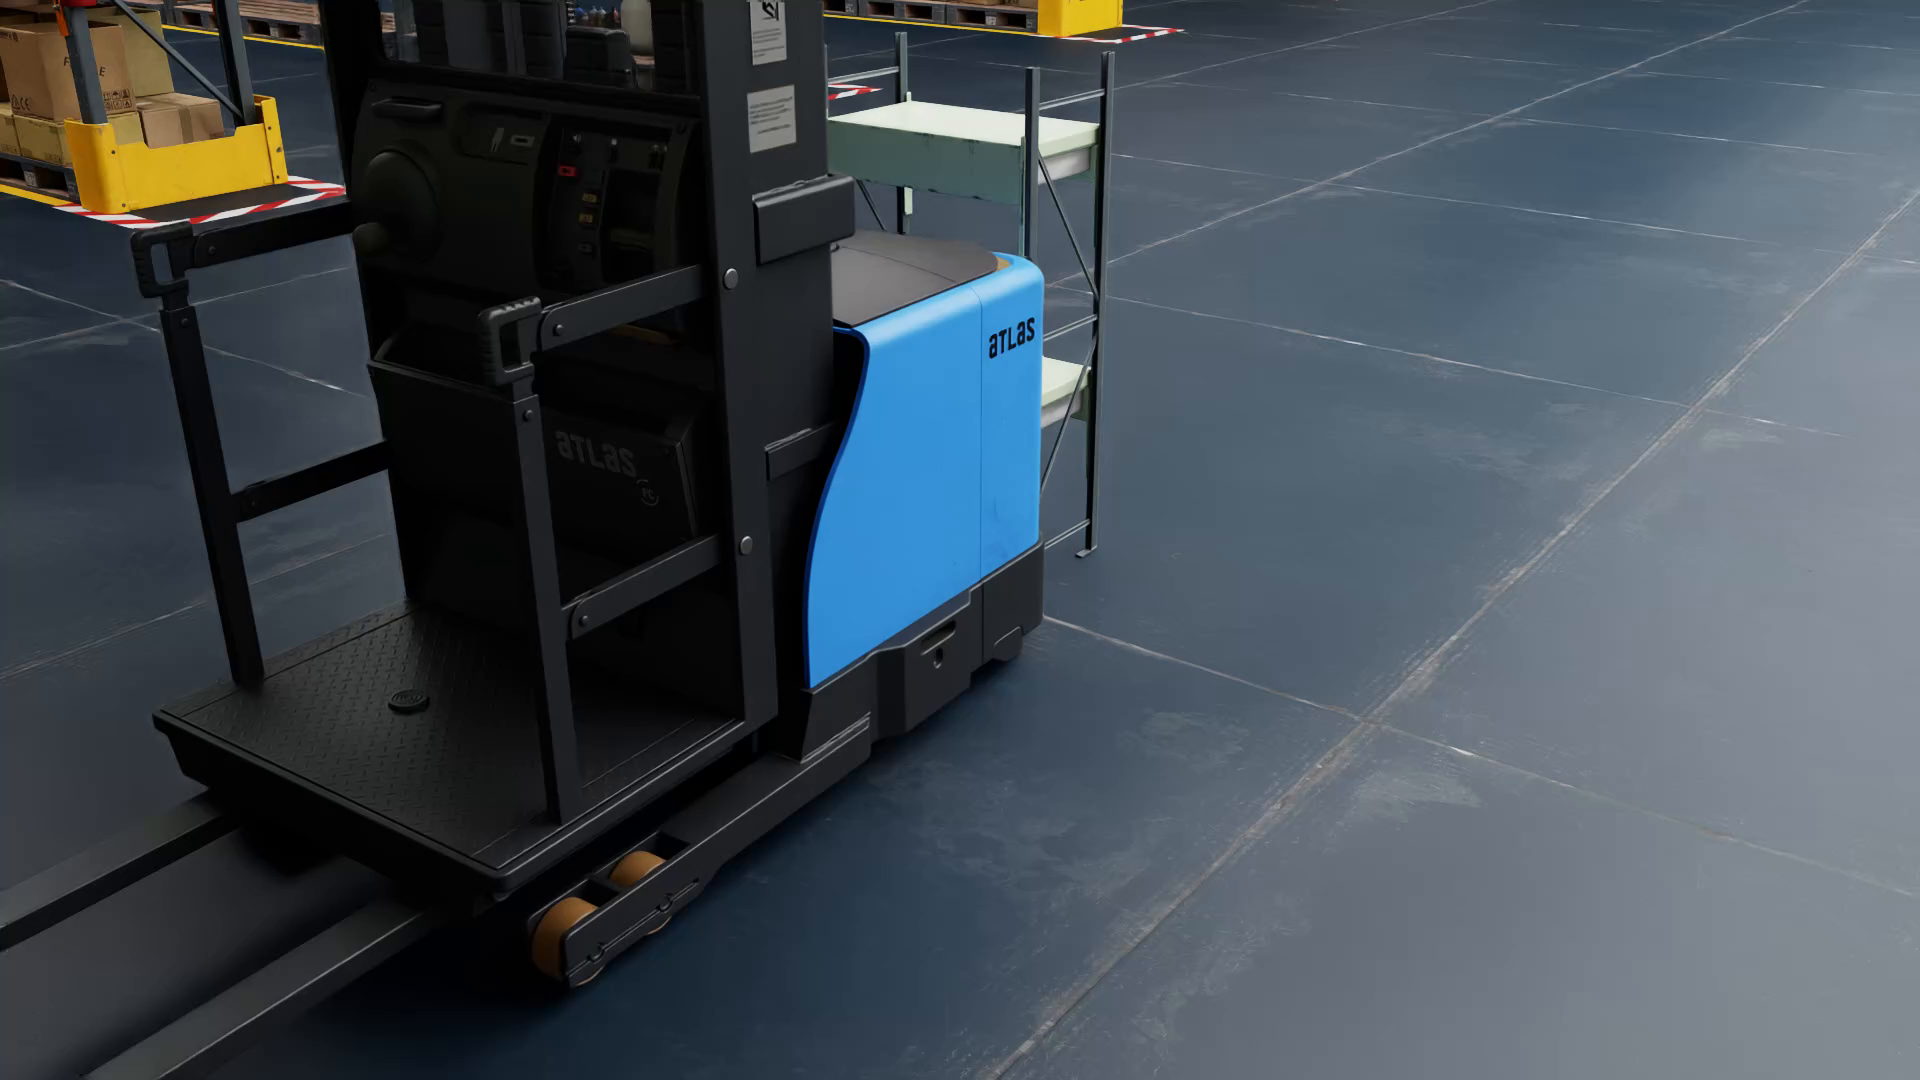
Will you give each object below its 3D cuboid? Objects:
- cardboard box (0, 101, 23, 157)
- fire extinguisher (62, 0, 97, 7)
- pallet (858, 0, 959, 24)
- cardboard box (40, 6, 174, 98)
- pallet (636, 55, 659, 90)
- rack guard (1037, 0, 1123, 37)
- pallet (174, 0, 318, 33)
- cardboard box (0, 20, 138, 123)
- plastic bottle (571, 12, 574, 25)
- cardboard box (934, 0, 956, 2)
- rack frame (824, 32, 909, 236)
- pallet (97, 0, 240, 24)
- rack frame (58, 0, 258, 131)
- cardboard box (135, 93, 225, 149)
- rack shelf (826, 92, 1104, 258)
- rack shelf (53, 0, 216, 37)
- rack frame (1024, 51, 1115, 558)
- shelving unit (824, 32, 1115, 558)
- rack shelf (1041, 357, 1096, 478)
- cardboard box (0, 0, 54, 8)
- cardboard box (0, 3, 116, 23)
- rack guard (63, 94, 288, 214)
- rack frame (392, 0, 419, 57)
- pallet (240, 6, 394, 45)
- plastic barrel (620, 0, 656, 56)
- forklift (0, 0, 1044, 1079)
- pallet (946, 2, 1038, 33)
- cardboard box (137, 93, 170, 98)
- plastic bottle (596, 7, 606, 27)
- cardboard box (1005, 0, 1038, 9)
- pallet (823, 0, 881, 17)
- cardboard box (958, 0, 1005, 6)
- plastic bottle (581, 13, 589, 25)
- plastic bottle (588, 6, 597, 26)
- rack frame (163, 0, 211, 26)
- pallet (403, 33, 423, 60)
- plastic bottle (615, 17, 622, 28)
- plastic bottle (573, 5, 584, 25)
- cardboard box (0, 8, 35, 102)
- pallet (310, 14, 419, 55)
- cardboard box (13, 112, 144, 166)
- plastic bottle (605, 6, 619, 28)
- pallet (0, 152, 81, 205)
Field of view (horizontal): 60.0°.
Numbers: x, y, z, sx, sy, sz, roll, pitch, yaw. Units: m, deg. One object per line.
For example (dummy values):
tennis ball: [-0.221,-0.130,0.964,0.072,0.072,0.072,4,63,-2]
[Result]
cardboard box: [-5.648,-2.535,10.173,0.500,0.250,0.500,17,29,33]
fire extinguisher: [-4.818,-3.236,8.970,0.183,0.674,0.296,17,29,33]
pallet: [-0.352,-5.891,18.357,1.213,0.211,1.003,17,29,33]
cardboard box: [-5.331,-3.049,10.409,0.500,0.500,0.500,17,29,33]
pallet: [-2.396,-3.972,14.004,1.213,0.211,1.003,17,29,33]
rack guard: [1.249,-5.520,17.157,0.348,0.500,1.175,17,29,33]
pallet: [-7.465,-5.506,17.484,1.213,0.211,1.003,17,29,33]
cardboard box: [-5.242,-2.761,9.755,0.500,0.500,0.500,17,29,33]
plastic bottle: [-3.522,-4.688,15.094,0.097,0.201,0.097,0,24,0]
cardboard box: [-0.168,-6.141,18.047,0.500,0.500,0.500,20,31,38]
rack frame: [-0.288,-0.773,5.145,0.023,1.500,0.400,17,29,33]
pallet: [-8.718,-5.883,18.340,1.213,0.211,1.003,17,29,33]
rack frame: [-4.634,-3.450,9.360,0.127,3.000,1.000,17,29,33]
cardboard box: [-4.930,-2.585,10.287,0.500,0.250,0.500,17,29,33]
rack shelf: [0.005,-1.042,4.787,0.720,0.370,0.431,17,29,33]
rack shelf: [-6.235,-3.604,10.603,4.000,0.370,1.077,17,29,33]
rack frame: [0.298,-0.596,4.743,0.023,1.500,0.400,17,29,33]
shelving unit: [0.005,-0.685,4.944,0.755,1.500,0.431,17,29,33]
rack shelf: [0.005,-0.386,5.075,0.720,0.370,0.431,17,29,33]
cardboard box: [-6.129,-3.292,10.961,0.500,0.500,0.500,17,29,33]
cardboard box: [-5.739,-3.166,10.674,0.500,0.500,0.500,17,29,33]
rack guard: [-4.615,-2.300,9.851,0.348,0.500,1.175,17,29,33]
rack frame: [-4.861,-6.014,15.180,0.127,3.000,1.000,17,29,33]
pallet: [-6.493,-5.211,16.814,1.213,0.211,1.003,17,29,33]
plastic barrel: [-2.634,-4.357,13.982,0.421,0.512,0.421,0,24,0]
forklift: [-1.012,-0.686,3.172,1.130,2.935,3.031,15,28,31]
pallet: [0.620,-5.595,17.687,1.213,0.211,1.003,17,29,33]
cardboard box: [-5.332,-2.705,10.558,0.500,0.250,0.500,17,29,33]
plastic bottle: [-3.199,-4.622,14.858,0.097,0.271,0.097,0,24,0]
cardboard box: [0.820,-5.850,17.386,0.500,0.500,0.500,-20,31,-38]
pallet: [-1.332,-6.185,19.027,1.213,0.211,1.003,17,29,33]
cardboard box: [0.322,-5.983,17.689,0.500,0.500,0.500,-17,29,-34]
plastic bottle: [-3.358,-4.638,14.981,0.097,0.201,0.097,0,24,0]
plastic bottle: [-3.279,-4.646,14.913,0.097,0.271,0.097,0,24,0]
rack frame: [-8.062,-6.982,17.376,0.127,3.000,1.000,17,29,33]
pallet: [-4.349,-4.563,15.343,1.213,0.211,1.003,17,29,33]
plastic bottle: [-3.007,-4.532,14.740,0.097,0.201,0.097,0,24,0]
plastic bottle: [-3.441,-4.695,15.024,0.097,0.271,0.097,0,24,0]
cardboard box: [-6.051,-2.998,10.293,0.500,0.500,0.500,17,29,33]
pallet: [-5.513,-4.916,16.145,1.213,0.211,1.003,17,29,33]
cardboard box: [-5.241,-2.418,9.907,0.500,0.250,0.500,17,29,33]
plastic bottle: [-3.095,-4.605,14.805,0.133,0.283,0.061,17,29,34]
pallet: [-5.271,-2.345,10.311,1.213,0.211,1.003,17,29,33]
